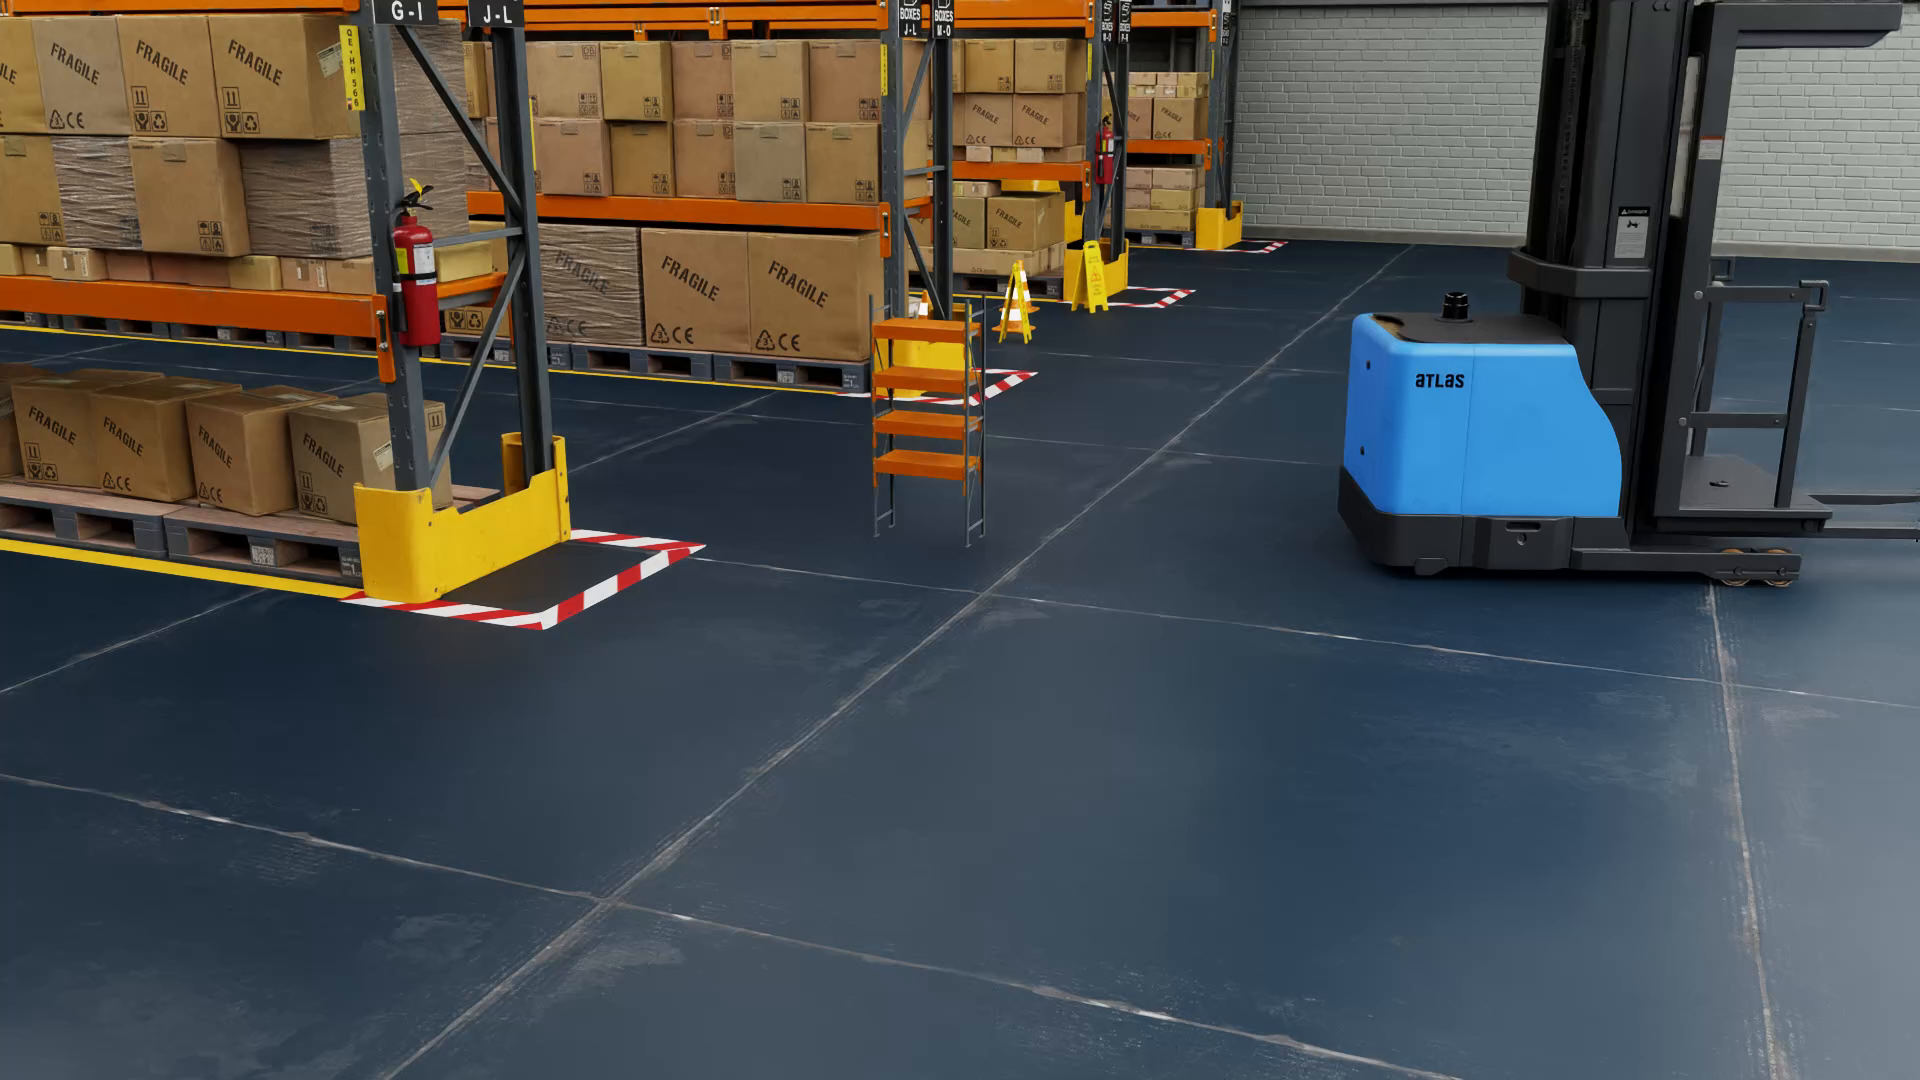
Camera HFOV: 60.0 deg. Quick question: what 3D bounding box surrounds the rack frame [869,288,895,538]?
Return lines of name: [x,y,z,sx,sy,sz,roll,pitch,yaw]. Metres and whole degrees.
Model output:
rack frame: [-0.381,-0.618,8.151,0.015,1.200,0.240,6,17,21]

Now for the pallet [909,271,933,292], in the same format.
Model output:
pallet: [-0.513,-2.776,17.356,1.213,0.211,1.003,6,17,21]

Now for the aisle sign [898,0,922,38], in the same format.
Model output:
aisle sign: [-0.335,-3.759,11.078,0.004,0.787,0.394,6,17,21]

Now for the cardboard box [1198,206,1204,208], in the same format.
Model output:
cardboard box: [2.864,-4.159,21.299,0.500,0.250,0.500,6,17,21]

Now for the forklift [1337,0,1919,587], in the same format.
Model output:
forklift: [3.407,-1.349,7.563,3.031,2.935,1.130,1,16,2]

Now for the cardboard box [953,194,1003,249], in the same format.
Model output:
cardboard box: [0.104,-3.198,16.641,0.500,0.500,0.500,7,18,23]

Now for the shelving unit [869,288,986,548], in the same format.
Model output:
shelving unit: [-0.154,-0.593,8.065,0.503,1.200,0.258,6,17,21]

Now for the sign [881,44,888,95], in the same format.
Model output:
sign: [-0.503,-3.126,11.059,0.005,0.325,0.100,6,17,21]

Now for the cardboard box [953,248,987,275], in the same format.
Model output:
cardboard box: [0.102,-2.839,16.750,0.500,0.250,0.500,6,17,21]

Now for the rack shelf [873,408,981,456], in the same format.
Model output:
rack shelf: [-0.154,-0.529,8.083,0.480,0.148,0.258,6,17,21]

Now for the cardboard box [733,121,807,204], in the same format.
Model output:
cardboard box: [-1.172,-2.744,11.977,0.550,0.550,0.875,6,17,21]

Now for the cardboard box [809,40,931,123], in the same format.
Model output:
cardboard box: [-0.622,-3.234,11.727,0.550,0.550,0.875,6,17,21]

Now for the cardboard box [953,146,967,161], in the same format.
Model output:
cardboard box: [0.061,-3.862,16.546,0.250,0.149,0.380,7,17,21]

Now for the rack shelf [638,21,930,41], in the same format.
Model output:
rack shelf: [-2.332,-6.886,22.423,4.000,0.370,1.077,6,17,21]

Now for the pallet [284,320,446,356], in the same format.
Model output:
pallet: [-4.757,-1.725,13.736,1.213,0.211,1.003,6,17,21]

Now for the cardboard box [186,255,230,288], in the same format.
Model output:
cardboard box: [-3.256,-1.242,7.521,0.250,0.149,0.380,6,17,21]

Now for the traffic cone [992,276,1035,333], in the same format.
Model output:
traffic cone: [0.467,-2.058,14.432,0.334,0.463,0.336,6,17,21]

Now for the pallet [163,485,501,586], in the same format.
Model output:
pallet: [-3.018,-0.080,8.071,1.213,0.211,1.003,6,17,21]

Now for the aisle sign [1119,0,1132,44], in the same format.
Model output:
aisle sign: [1.603,-5.212,16.084,0.004,0.787,0.394,6,17,21]

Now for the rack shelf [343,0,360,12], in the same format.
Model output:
rack shelf: [-4.065,-2.619,7.725,4.000,0.370,1.077,6,17,21]

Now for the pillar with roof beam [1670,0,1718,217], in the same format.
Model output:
pillar with roof beam: [6.934,-6.633,14.881,0.400,9.000,9.100,6,17,21]

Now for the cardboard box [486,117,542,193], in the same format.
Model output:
cardboard box: [-3.144,-2.991,12.829,0.550,0.550,0.875,6,17,21]

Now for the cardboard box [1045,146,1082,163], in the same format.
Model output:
cardboard box: [1.005,-3.752,16.167,0.250,0.149,0.380,7,18,22]

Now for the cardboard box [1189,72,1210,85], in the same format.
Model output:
cardboard box: [3.015,-5.769,20.790,0.250,0.149,0.380,6,17,20]

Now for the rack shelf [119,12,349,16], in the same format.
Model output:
rack shelf: [-7.871,-6.007,19.397,4.000,0.370,1.077,6,17,21]

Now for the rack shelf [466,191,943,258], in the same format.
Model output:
rack shelf: [-2.151,-2.454,12.538,4.000,0.370,1.077,6,17,21]

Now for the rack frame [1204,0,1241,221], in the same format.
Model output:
rack frame: [3.249,-5.177,20.627,0.127,3.000,1.000,6,17,21]

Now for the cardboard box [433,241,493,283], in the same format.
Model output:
cardboard box: [-2.382,-1.290,7.686,0.250,0.149,0.380,6,17,21]

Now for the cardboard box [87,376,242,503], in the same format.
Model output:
cardboard box: [-3.924,-0.510,8.280,0.500,0.500,0.500,8,18,26]

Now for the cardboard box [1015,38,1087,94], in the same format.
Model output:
cardboard box: [0.876,-4.556,15.981,0.500,0.500,0.700,6,17,19]

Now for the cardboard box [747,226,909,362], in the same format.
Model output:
cardboard box: [-0.946,-1.829,12.151,0.875,0.875,0.875,6,17,21]

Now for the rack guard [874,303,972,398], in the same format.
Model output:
rack guard: [-0.269,-1.392,12.073,0.348,0.500,1.175,6,17,21]

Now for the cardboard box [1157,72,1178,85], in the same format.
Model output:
cardboard box: [2.598,-5.679,20.478,0.250,0.149,0.380,6,17,21]

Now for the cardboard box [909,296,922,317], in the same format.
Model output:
cardboard box: [-0.528,-2.130,15.245,0.380,0.149,0.250,-12,20,-37]

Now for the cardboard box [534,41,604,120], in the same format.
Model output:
cardboard box: [-2.675,-3.431,12.407,0.550,0.550,0.875,6,17,21]

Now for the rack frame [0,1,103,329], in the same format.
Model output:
rack frame: [-7.733,-3.414,14.552,0.127,3.000,1.000,6,17,21]

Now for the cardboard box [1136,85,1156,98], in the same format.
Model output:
cardboard box: [2.356,-5.560,20.604,0.250,0.149,0.380,7,17,22]

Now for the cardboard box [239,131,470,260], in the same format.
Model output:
cardboard box: [-2.706,-1.574,7.501,0.500,0.500,0.875,6,17,21]

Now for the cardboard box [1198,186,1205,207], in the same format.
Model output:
cardboard box: [2.888,-4.400,21.233,0.500,0.250,0.500,7,17,22]

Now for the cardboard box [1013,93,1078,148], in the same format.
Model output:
cardboard box: [0.825,-4.064,16.081,0.500,0.500,0.500,6,17,20]

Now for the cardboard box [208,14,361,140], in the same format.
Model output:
cardboard box: [-2.807,-1.982,7.116,0.500,0.500,0.500,6,17,21]

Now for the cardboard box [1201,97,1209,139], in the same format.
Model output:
cardboard box: [2.890,-5.348,21.035,0.500,0.500,0.500,7,18,22]

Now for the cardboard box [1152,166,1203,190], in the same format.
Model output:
cardboard box: [2.706,-4.505,20.696,0.500,0.250,0.500,7,18,22]

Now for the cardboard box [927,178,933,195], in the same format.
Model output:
cardboard box: [-0.253,-3.531,16.625,0.250,0.149,0.380,7,18,23]

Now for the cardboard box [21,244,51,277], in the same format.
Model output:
cardboard box: [-4.187,-1.344,7.874,0.250,0.149,0.380,6,17,21]
